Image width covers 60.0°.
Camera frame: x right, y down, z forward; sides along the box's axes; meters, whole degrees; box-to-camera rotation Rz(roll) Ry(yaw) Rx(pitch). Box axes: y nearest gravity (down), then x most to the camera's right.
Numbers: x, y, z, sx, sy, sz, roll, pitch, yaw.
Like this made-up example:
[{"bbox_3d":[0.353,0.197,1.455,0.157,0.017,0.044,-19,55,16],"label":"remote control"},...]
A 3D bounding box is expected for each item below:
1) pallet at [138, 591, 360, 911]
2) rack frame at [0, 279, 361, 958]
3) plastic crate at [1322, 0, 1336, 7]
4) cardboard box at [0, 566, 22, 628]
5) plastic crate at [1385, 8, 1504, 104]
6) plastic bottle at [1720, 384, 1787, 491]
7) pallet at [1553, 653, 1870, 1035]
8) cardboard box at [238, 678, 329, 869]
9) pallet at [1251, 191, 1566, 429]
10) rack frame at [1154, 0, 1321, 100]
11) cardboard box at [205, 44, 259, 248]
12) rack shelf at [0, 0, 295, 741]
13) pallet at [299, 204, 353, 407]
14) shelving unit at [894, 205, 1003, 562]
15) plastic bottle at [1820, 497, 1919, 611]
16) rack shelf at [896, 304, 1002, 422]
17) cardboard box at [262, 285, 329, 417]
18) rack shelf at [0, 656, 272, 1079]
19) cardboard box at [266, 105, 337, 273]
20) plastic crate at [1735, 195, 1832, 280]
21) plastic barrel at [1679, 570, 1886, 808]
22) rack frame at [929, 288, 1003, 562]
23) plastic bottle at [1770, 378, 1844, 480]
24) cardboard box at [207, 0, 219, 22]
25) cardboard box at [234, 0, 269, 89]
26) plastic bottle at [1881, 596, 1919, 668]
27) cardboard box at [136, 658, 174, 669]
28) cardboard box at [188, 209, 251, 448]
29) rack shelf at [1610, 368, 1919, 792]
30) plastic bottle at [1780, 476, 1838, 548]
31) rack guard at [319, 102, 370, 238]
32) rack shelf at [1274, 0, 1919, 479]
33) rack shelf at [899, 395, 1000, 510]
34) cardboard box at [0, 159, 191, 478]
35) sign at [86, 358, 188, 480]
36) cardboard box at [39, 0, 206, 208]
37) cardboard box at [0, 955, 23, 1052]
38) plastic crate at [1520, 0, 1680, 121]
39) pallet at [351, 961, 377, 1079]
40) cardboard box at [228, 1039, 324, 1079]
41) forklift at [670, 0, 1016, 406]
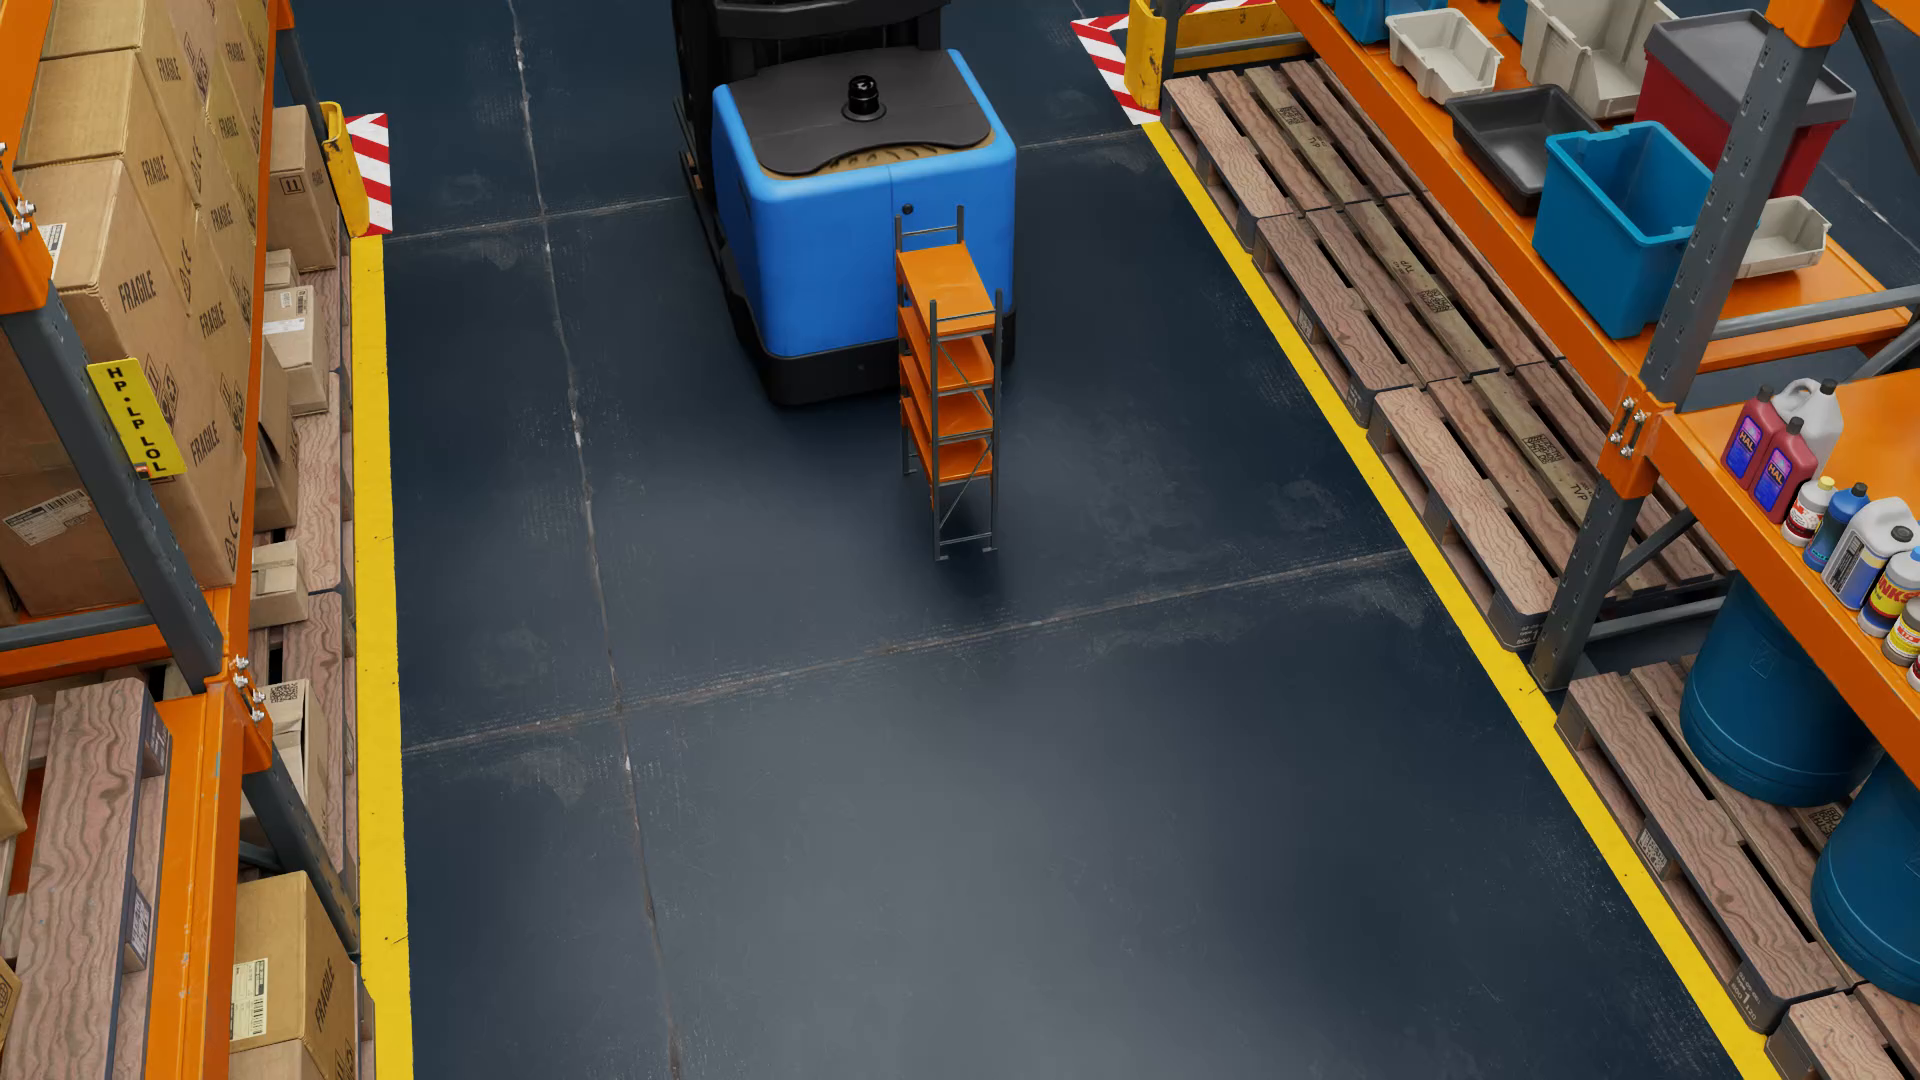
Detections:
[{"bbox_3d":[-2.485,0.753,5.364,1.003,0.211,1.213,-11,47,-10],"label":"pallet"},{"bbox_3d":[-2.310,0.251,3.904,1.000,3.000,0.127,-11,47,-10],"label":"rack frame"},{"bbox_3d":[1.538,-2.236,6.417,0.416,0.233,0.300,-11,47,-10],"label":"plastic crate"},{"bbox_3d":[-2.686,-0.082,4.160,0.500,0.500,0.500,-10,46,-10],"label":"cardboard box"},{"bbox_3d":[1.743,-1.728,5.986,0.293,0.136,0.466,-11,47,-10],"label":"plastic crate"},{"bbox_3d":[2.161,-0.280,4.506,0.061,0.283,0.133,-11,47,-10],"label":"plastic bottle"},{"bbox_3d":[2.637,0.864,5.255,1.003,0.211,1.213,-11,47,-10],"label":"pallet"},{"bbox_3d":[-2.208,0.709,5.030,0.500,0.311,0.500,-11,47,-10],"label":"cardboard box"},{"bbox_3d":[1.938,-1.020,7.102,1.003,0.211,1.213,-11,47,-10],"label":"pallet"},{"bbox_3d":[1.456,-3.414,7.495,1.000,3.000,0.127,-11,47,-10],"label":"rack frame"},{"bbox_3d":[-2.568,-1.235,5.290,0.500,0.500,0.500,-11,47,-11],"label":"cardboard box"},{"bbox_3d":[-2.822,-0.878,5.514,1.077,0.370,4.000,-11,47,-10],"label":"rack shelf"},{"bbox_3d":[-3.109,-0.932,7.015,1.003,0.211,1.213,-11,47,-10],"label":"pallet"},{"bbox_3d":[-0.042,-0.534,5.933,0.258,1.200,0.503,-11,47,-10],"label":"shelving unit"},{"bbox_3d":[2.323,0.033,4.204,0.152,0.276,0.135,-11,47,-10],"label":"plastic bottle"},{"bbox_3d":[-0.042,-0.644,5.822,0.258,0.148,0.480,-11,47,-10],"label":"rack shelf"},{"bbox_3d":[-2.742,-0.710,6.463,0.500,0.250,0.500,-11,47,-10],"label":"cardboard box"},{"bbox_3d":[-1.798,1.884,2.807,1.077,0.370,4.000,-11,47,-10],"label":"rack shelf"},{"bbox_3d":[-2.956,-1.459,7.022,0.500,0.500,0.500,-11,47,-10],"label":"cardboard box"},{"bbox_3d":[2.499,-0.928,5.202,0.396,0.136,0.243,-11,47,-10],"label":"plastic crate"},{"bbox_3d":[2.602,0.314,5.017,0.600,0.901,0.708,-11,47,-10],"label":"plastic barrel"},{"bbox_3d":[0.020,-0.366,5.768,0.240,1.200,0.015,-11,47,-10],"label":"rack frame"},{"bbox_3d":[2.267,-0.304,4.483,0.144,0.351,0.185,-11,47,-10],"label":"plastic bottle"},{"bbox_3d":[-2.687,-1.933,5.274,0.500,0.500,0.500,-10,46,-9],"label":"cardboard box"},{"bbox_3d":[-2.820,-1.928,5.970,0.500,0.500,0.500,-10,46,-10],"label":"cardboard box"},{"bbox_3d":[2.352,0.212,4.081,0.097,0.201,0.097,0,46,0],"label":"plastic bottle"},{"bbox_3d":[-2.922,0.179,5.549,0.500,0.311,0.500,-11,47,-10],"label":"cardboard box"},{"bbox_3d":[-2.311,-0.538,4.607,0.500,0.500,0.500,-10,46,-10],"label":"cardboard box"},{"bbox_3d":[2.992,0.981,3.692,1.077,0.370,4.000,-11,47,-10],"label":"rack shelf"},{"bbox_3d":[2.242,-0.083,4.370,0.097,0.201,0.097,0,46,0],"label":"plastic bottle"},{"bbox_3d":[-3.314,-1.583,7.451,1.175,0.500,0.348,-11,47,-10],"label":"rack guard"},{"bbox_3d":[1.968,-1.781,6.399,1.077,0.370,4.000,-11,47,-10],"label":"rack shelf"},{"bbox_3d":[-0.042,-0.348,6.123,0.258,0.148,0.480,-11,47,-10],"label":"rack shelf"},{"bbox_3d":[-2.158,-0.511,3.880,0.500,0.500,0.500,-10,46,-9],"label":"cardboard box"},{"bbox_3d":[-1.774,-0.258,3.592,0.100,0.325,0.005,-11,47,-10],"label":"sign"},{"bbox_3d":[-2.422,-1.222,4.577,0.500,0.500,0.500,-12,47,-11],"label":"cardboard box"},{"bbox_3d":[-2.167,0.900,2.903,0.700,0.500,0.500,-4,46,-4],"label":"cardboard box"},{"bbox_3d":[2.267,-1.719,5.876,0.437,0.282,0.530,-11,47,-10],"label":"plastic crate"},{"bbox_3d":[-2.065,1.782,4.356,1.003,0.211,1.213,-11,47,-10],"label":"pallet"},{"bbox_3d":[-1.788,1.603,4.021,0.500,0.500,0.500,-11,47,-10],"label":"cardboard box"},{"bbox_3d":[-0.690,-2.640,6.785,1.130,2.935,3.031,-12,47,-12],"label":"forklift"}]
